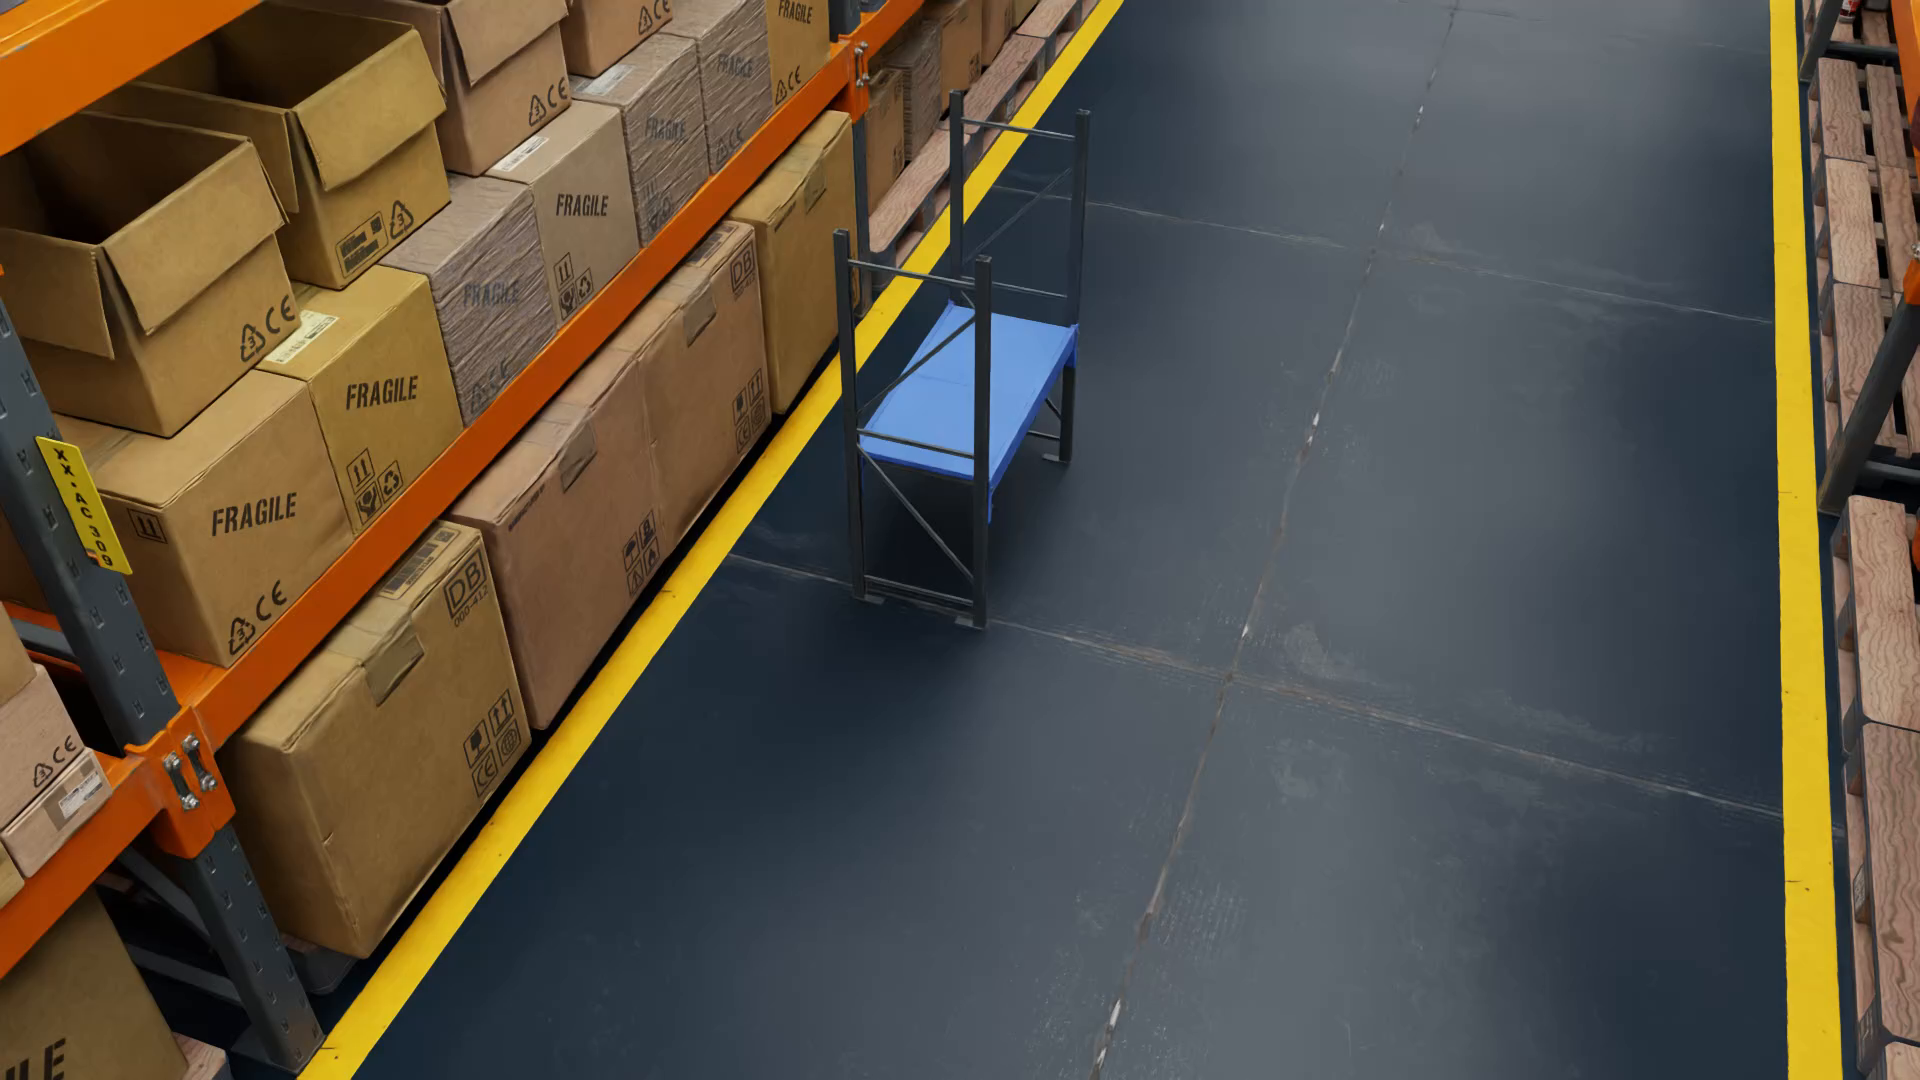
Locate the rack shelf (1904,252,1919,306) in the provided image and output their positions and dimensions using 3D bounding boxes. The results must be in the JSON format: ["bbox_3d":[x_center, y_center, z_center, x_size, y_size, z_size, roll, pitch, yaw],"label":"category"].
[{"bbox_3d":[3.087,0.326,4.111,1.077,0.370,4.000,13,42,15],"label":"rack shelf"}]

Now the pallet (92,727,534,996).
[{"bbox_3d":[-2.058,0.746,5.213,1.003,0.211,1.213,13,42,15],"label":"pallet"}]

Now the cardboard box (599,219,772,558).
[{"bbox_3d":[-1.451,-0.660,6.026,1.225,0.875,0.875,13,42,15],"label":"cardboard box"}]

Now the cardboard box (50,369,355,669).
[{"bbox_3d":[-1.859,-0.090,3.968,0.500,0.500,0.500,13,42,15],"label":"cardboard box"}]

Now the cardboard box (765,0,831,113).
[{"bbox_3d":[-0.819,-1.949,6.146,0.500,0.500,0.500,15,43,16],"label":"cardboard box"}]

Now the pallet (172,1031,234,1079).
[{"bbox_3d":[-2.585,1.680,4.118,1.003,0.211,1.213,13,42,15],"label":"pallet"}]

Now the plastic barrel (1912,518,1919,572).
[{"bbox_3d":[3.620,-0.200,5.521,0.600,0.830,0.708,13,42,15],"label":"plastic barrel"}]

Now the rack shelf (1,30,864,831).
[{"bbox_3d":[-1.567,-0.773,5.400,1.077,0.370,4.000,13,42,15],"label":"rack shelf"}]

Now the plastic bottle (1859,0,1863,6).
[{"bbox_3d":[5.088,-3.224,9.419,0.144,0.351,0.185,12,42,14],"label":"plastic bottle"}]

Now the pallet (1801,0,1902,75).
[{"bbox_3d":[5.408,-2.947,9.541,1.003,0.211,1.213,13,42,15],"label":"pallet"}]

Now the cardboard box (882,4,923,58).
[{"bbox_3d":[-0.511,-2.510,7.890,0.500,0.250,0.500,18,44,20],"label":"cardboard box"}]

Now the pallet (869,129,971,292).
[{"bbox_3d":[-0.615,-1.682,8.059,1.003,0.211,1.213,13,42,15],"label":"pallet"}]

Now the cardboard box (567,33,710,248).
[{"bbox_3d":[-1.170,-1.329,5.419,0.500,0.500,0.500,12,42,14],"label":"cardboard box"}]

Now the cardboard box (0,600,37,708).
[{"bbox_3d":[-2.157,0.171,3.047,0.500,0.500,0.500,14,43,16],"label":"cardboard box"}]

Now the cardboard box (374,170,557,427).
[{"bbox_3d":[-1.516,-0.702,4.685,0.500,0.500,0.500,12,42,14],"label":"cardboard box"}]

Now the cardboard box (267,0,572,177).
[{"bbox_3d":[-1.597,-1.437,4.773,0.797,0.503,0.637,15,43,16],"label":"cardboard box"}]

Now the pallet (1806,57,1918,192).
[{"bbox_3d":[4.907,-2.059,8.501,1.003,0.211,1.213,13,42,15],"label":"pallet"}]

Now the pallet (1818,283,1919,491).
[{"bbox_3d":[4.072,-0.571,6.756,1.003,0.211,1.213,13,42,15],"label":"pallet"}]

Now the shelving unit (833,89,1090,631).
[{"bbox_3d":[0.029,-0.623,5.824,0.538,1.500,1.048,13,42,15],"label":"shelving unit"}]

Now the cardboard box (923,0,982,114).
[{"bbox_3d":[-0.308,-2.585,8.556,0.700,0.500,0.500,17,43,19],"label":"cardboard box"}]

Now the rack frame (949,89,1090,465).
[{"bbox_3d":[0.203,-0.933,6.188,0.500,1.500,0.032,13,42,15],"label":"rack frame"}]

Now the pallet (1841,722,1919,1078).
[{"bbox_3d":[3.122,1.125,4.769,1.003,0.211,1.213,13,42,15],"label":"pallet"}]

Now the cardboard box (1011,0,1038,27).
[{"bbox_3d":[0.074,-3.267,9.355,0.700,0.500,0.500,13,42,15],"label":"cardboard box"}]

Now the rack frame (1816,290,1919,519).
[{"bbox_3d":[3.771,-1.168,5.308,1.000,3.000,0.127,13,42,15],"label":"rack frame"}]

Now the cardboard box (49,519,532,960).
[{"bbox_3d":[-2.051,0.426,4.753,1.225,0.875,0.875,13,42,15],"label":"cardboard box"}]

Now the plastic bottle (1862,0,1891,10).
[{"bbox_3d":[5.224,-3.192,9.382,0.144,0.351,0.185,13,42,15],"label":"plastic bottle"}]

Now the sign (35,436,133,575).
[{"bbox_3d":[-1.729,-0.064,3.287,0.100,0.325,0.005,13,42,15],"label":"sign"}]

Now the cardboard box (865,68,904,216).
[{"bbox_3d":[-0.673,-1.896,7.749,0.700,0.500,0.500,11,42,13],"label":"cardboard box"}]

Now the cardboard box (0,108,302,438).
[{"bbox_3d":[-2.040,-0.638,3.837,0.797,0.503,0.637,12,42,14],"label":"cardboard box"}]

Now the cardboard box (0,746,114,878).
[{"bbox_3d":[-2.048,0.527,3.515,0.380,0.149,0.250,14,42,15],"label":"cardboard box"}]

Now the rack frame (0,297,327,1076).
[{"bbox_3d":[-2.251,0.173,3.736,1.000,3.000,0.127,13,42,15],"label":"rack frame"}]
